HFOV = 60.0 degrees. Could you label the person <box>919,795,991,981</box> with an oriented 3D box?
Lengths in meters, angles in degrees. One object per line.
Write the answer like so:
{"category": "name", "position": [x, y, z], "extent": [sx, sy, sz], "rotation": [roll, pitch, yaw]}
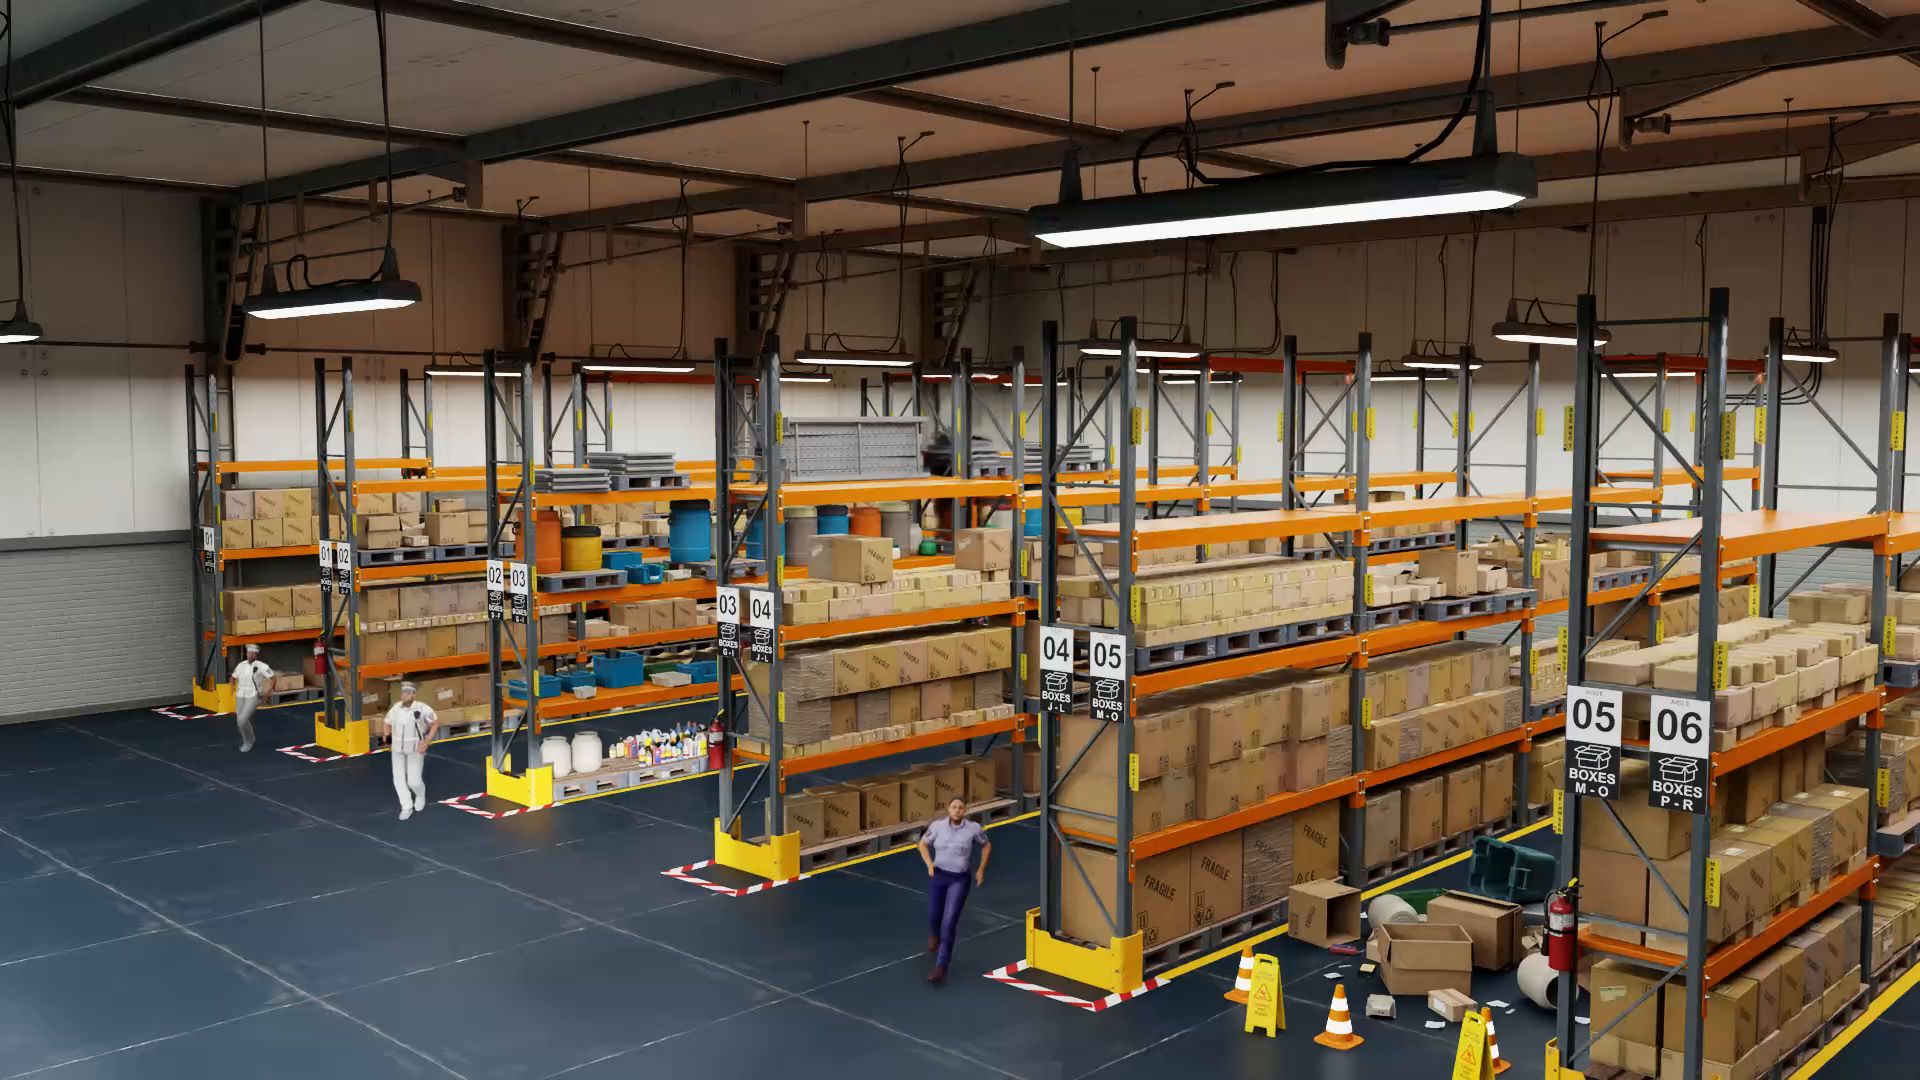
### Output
{"category": "person", "position": [-0.054, 3.168, 15.448], "extent": [0.673, 1.622, 0.920], "rotation": [0, 4, 6]}

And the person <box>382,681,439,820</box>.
{"category": "person", "position": [-7.065, 2.678, 21.265], "extent": [0.697, 1.757, 0.605], "rotation": [0, 4, 4]}

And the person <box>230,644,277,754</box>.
{"category": "person", "position": [-10.779, 2.406, 25.249], "extent": [0.648, 1.671, 0.596], "rotation": [1, 4, 8]}
